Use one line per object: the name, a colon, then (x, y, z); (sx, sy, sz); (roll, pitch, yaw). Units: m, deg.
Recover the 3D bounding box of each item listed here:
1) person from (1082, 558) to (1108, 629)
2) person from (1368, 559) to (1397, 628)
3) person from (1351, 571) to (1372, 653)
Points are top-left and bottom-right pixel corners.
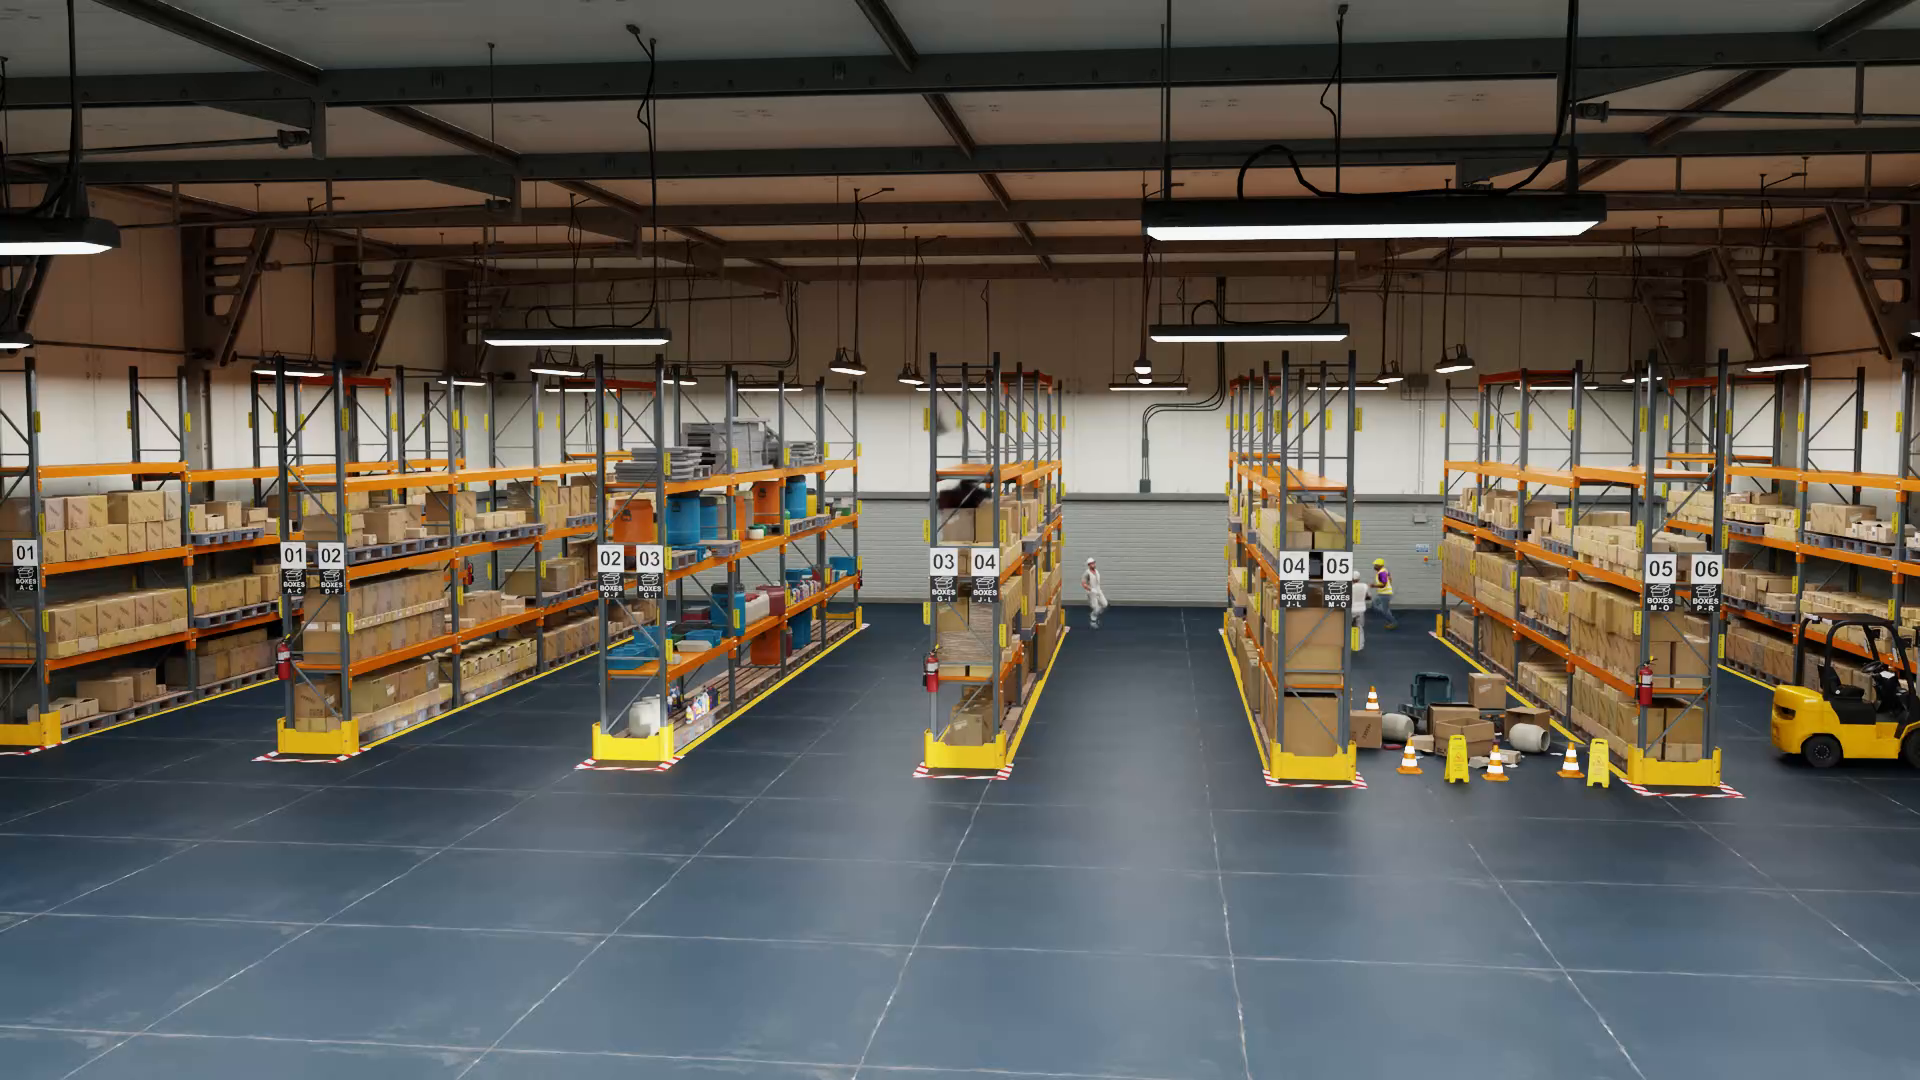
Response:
person: (3.281, 1.295, 40.159); (0.667, 1.715, 0.570); (-3, 5, -39)
person: (10.222, 1.289, 40.217); (0.735, 1.680, 0.656); (0, 4, 2)
person: (8.556, 1.581, 35.827); (0.651, 1.832, 0.824); (0, 4, -3)
